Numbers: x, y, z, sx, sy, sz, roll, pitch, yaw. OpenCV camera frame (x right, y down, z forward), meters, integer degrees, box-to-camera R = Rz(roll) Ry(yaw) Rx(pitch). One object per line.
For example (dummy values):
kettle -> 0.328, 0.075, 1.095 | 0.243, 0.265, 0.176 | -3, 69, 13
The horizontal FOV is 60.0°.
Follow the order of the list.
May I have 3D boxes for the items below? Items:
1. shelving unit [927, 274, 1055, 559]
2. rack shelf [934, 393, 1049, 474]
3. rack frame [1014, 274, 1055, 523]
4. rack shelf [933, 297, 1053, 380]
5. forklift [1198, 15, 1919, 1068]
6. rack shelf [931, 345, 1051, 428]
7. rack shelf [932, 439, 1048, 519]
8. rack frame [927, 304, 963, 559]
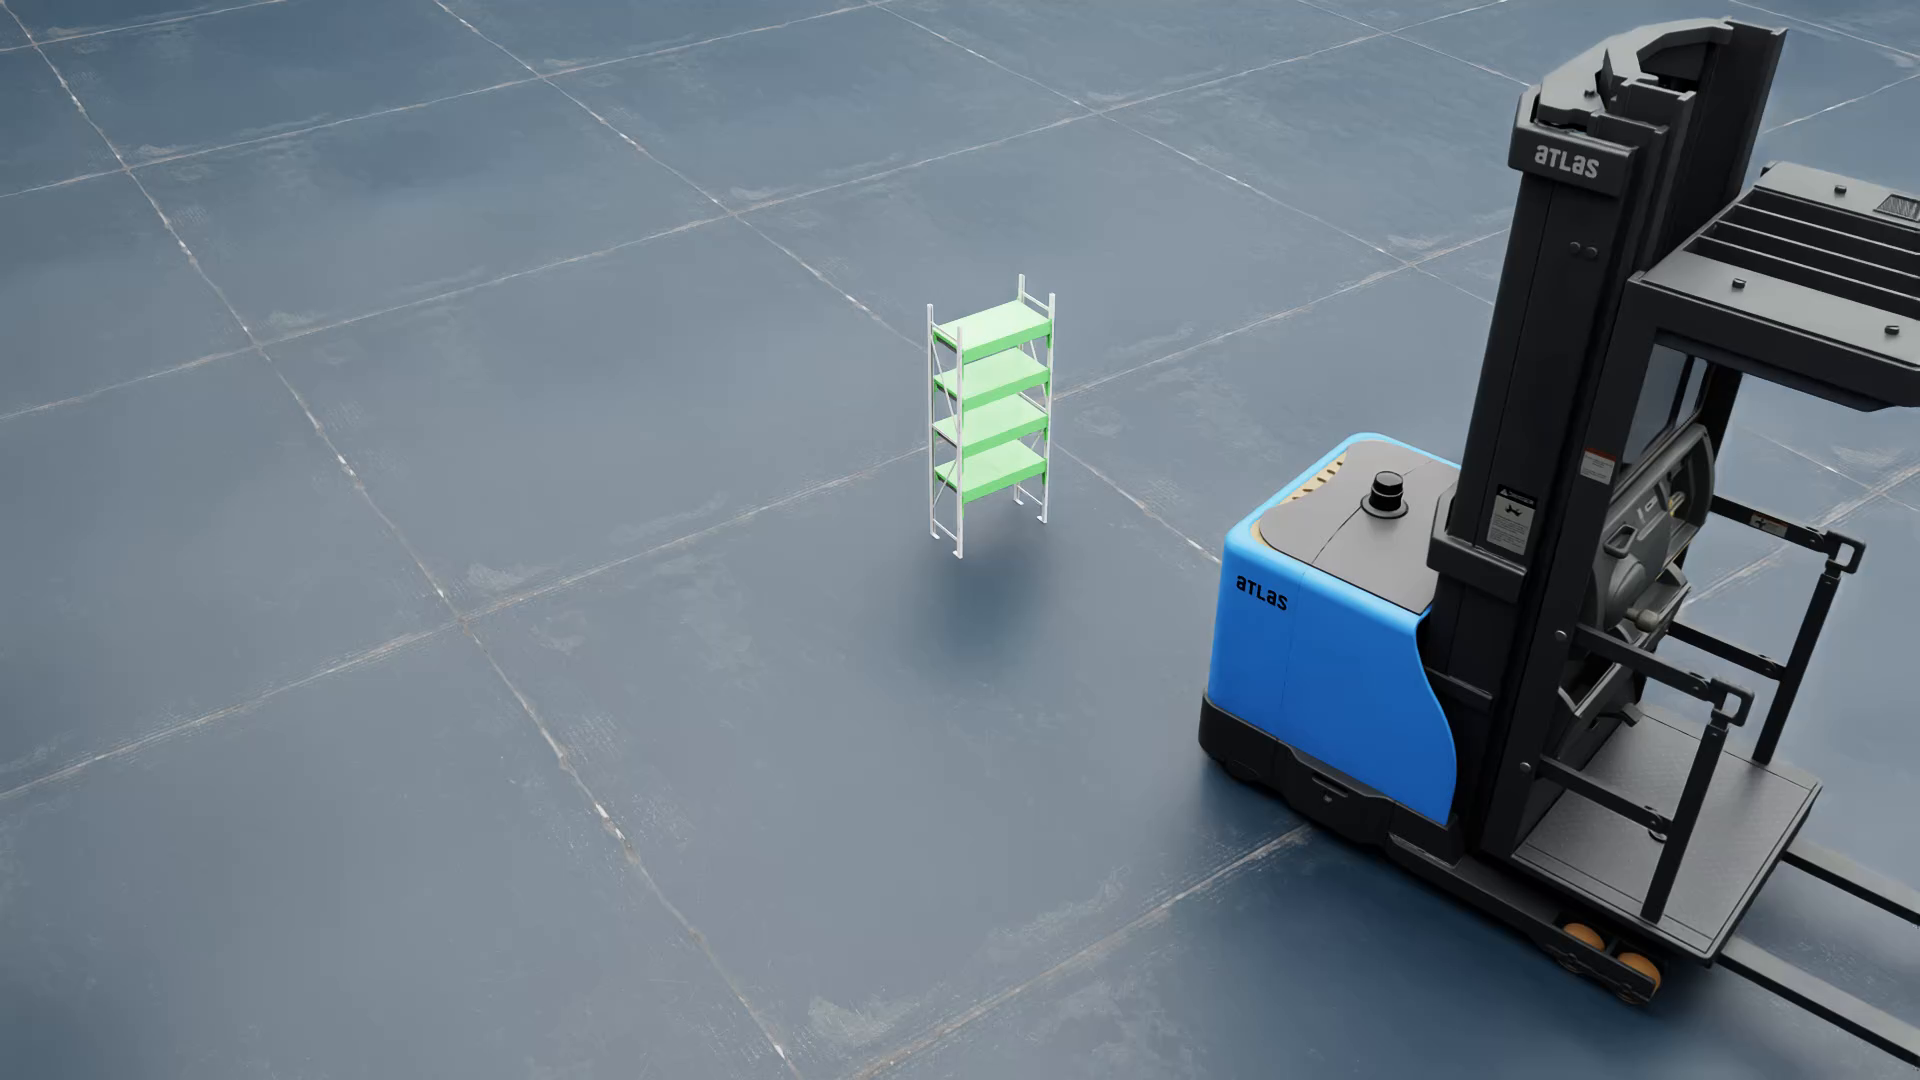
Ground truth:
shelving unit -> 0.135, -0.543, 7.477 | 0.503, 1.200, 0.258 | -22, 41, -28
rack shelf -> 0.135, -0.491, 7.514 | 0.480, 0.148, 0.258 | -22, 41, -28
rack frame -> 0.335, -0.625, 7.591 | 0.015, 1.200, 0.240 | -22, 41, -28
rack shelf -> 0.135, -0.881, 7.234 | 0.480, 0.148, 0.258 | -22, 41, -28
forklift -> 2.376, 0.015, 5.219 | 3.031, 2.935, 1.130 | 27, 44, 32
rack shelf -> 0.135, -0.686, 7.374 | 0.480, 0.148, 0.258 | -22, 41, -28
rack shelf -> 0.135, -0.296, 7.655 | 0.480, 0.148, 0.258 | -22, 41, -28
rack frame -> -0.064, -0.461, 7.363 | 0.015, 1.200, 0.240 | -22, 41, -28
